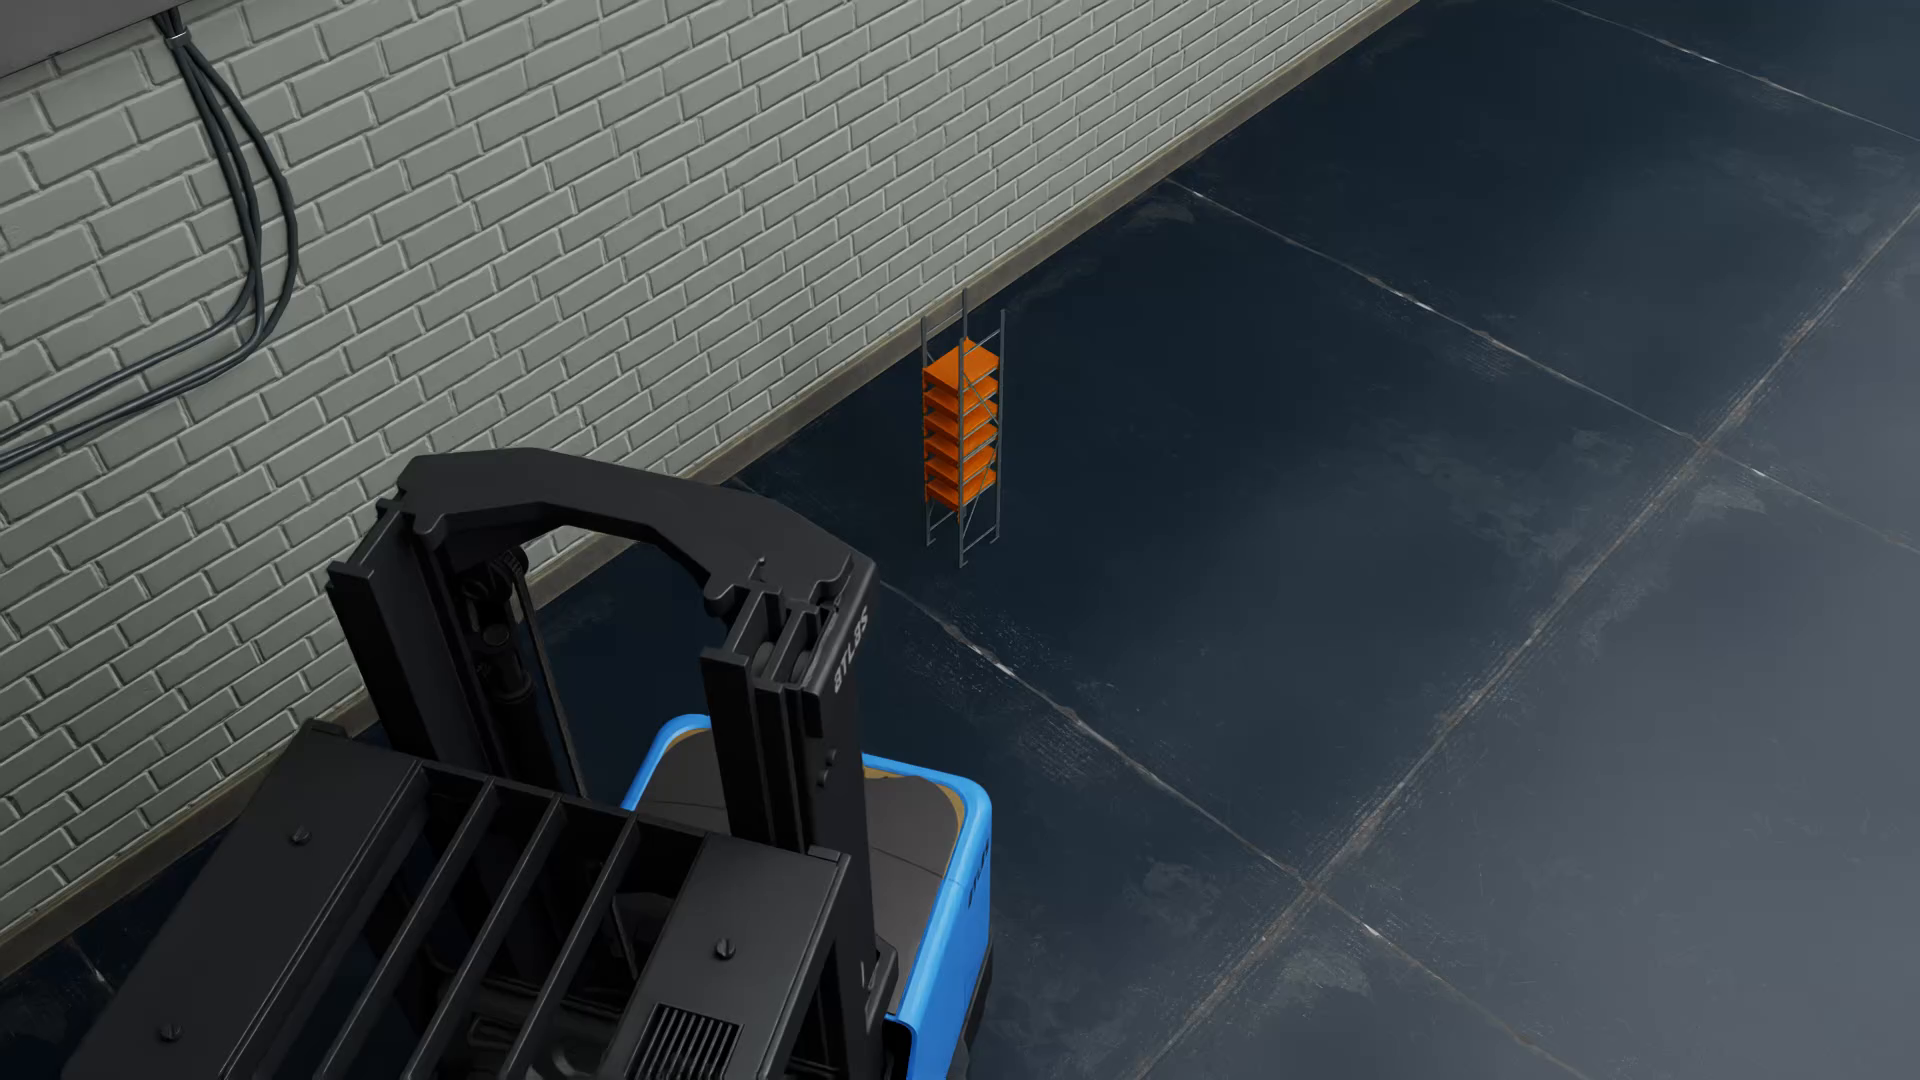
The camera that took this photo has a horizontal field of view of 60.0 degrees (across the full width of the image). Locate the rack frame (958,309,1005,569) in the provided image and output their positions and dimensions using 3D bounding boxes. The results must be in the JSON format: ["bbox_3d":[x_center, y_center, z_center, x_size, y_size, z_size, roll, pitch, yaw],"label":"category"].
[{"bbox_3d":[0.078,-0.358,6.372,0.006,1.200,0.240,34,55,28],"label":"rack frame"}]

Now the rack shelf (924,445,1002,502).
[{"bbox_3d":[0.011,-0.291,6.534,0.180,0.103,0.258,34,55,28],"label":"rack shelf"}]

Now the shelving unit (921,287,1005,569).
[{"bbox_3d":[0.011,-0.404,6.414,0.189,1.200,0.258,34,55,28],"label":"shelving unit"}]

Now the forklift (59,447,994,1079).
[{"bbox_3d":[-0.795,1.361,3.570,1.130,2.935,3.031,12,48,11],"label":"forklift"}]

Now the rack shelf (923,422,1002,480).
[{"bbox_3d":[0.011,-0.373,6.447,0.180,0.103,0.258,34,55,28],"label":"rack shelf"}]

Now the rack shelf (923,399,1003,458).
[{"bbox_3d":[0.011,-0.455,6.359,0.180,0.103,0.258,34,55,28],"label":"rack shelf"}]

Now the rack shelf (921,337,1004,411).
[{"bbox_3d":[0.011,-0.620,6.184,0.180,0.103,0.258,34,55,28],"label":"rack shelf"}]

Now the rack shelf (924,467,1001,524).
[{"bbox_3d":[0.011,-0.209,6.622,0.180,0.103,0.258,34,55,28],"label":"rack shelf"}]

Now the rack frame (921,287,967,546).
[{"bbox_3d":[-0.057,-0.449,6.457,0.006,1.200,0.240,34,55,28],"label":"rack frame"}]

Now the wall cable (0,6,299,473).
[{"bbox_3d":[-2.974,-0.696,3.469,0.112,2.526,3.097,34,55,28],"label":"wall cable"}]

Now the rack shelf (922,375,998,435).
[{"bbox_3d":[0.011,-0.537,6.272,0.180,0.103,0.258,34,55,28],"label":"rack shelf"}]
